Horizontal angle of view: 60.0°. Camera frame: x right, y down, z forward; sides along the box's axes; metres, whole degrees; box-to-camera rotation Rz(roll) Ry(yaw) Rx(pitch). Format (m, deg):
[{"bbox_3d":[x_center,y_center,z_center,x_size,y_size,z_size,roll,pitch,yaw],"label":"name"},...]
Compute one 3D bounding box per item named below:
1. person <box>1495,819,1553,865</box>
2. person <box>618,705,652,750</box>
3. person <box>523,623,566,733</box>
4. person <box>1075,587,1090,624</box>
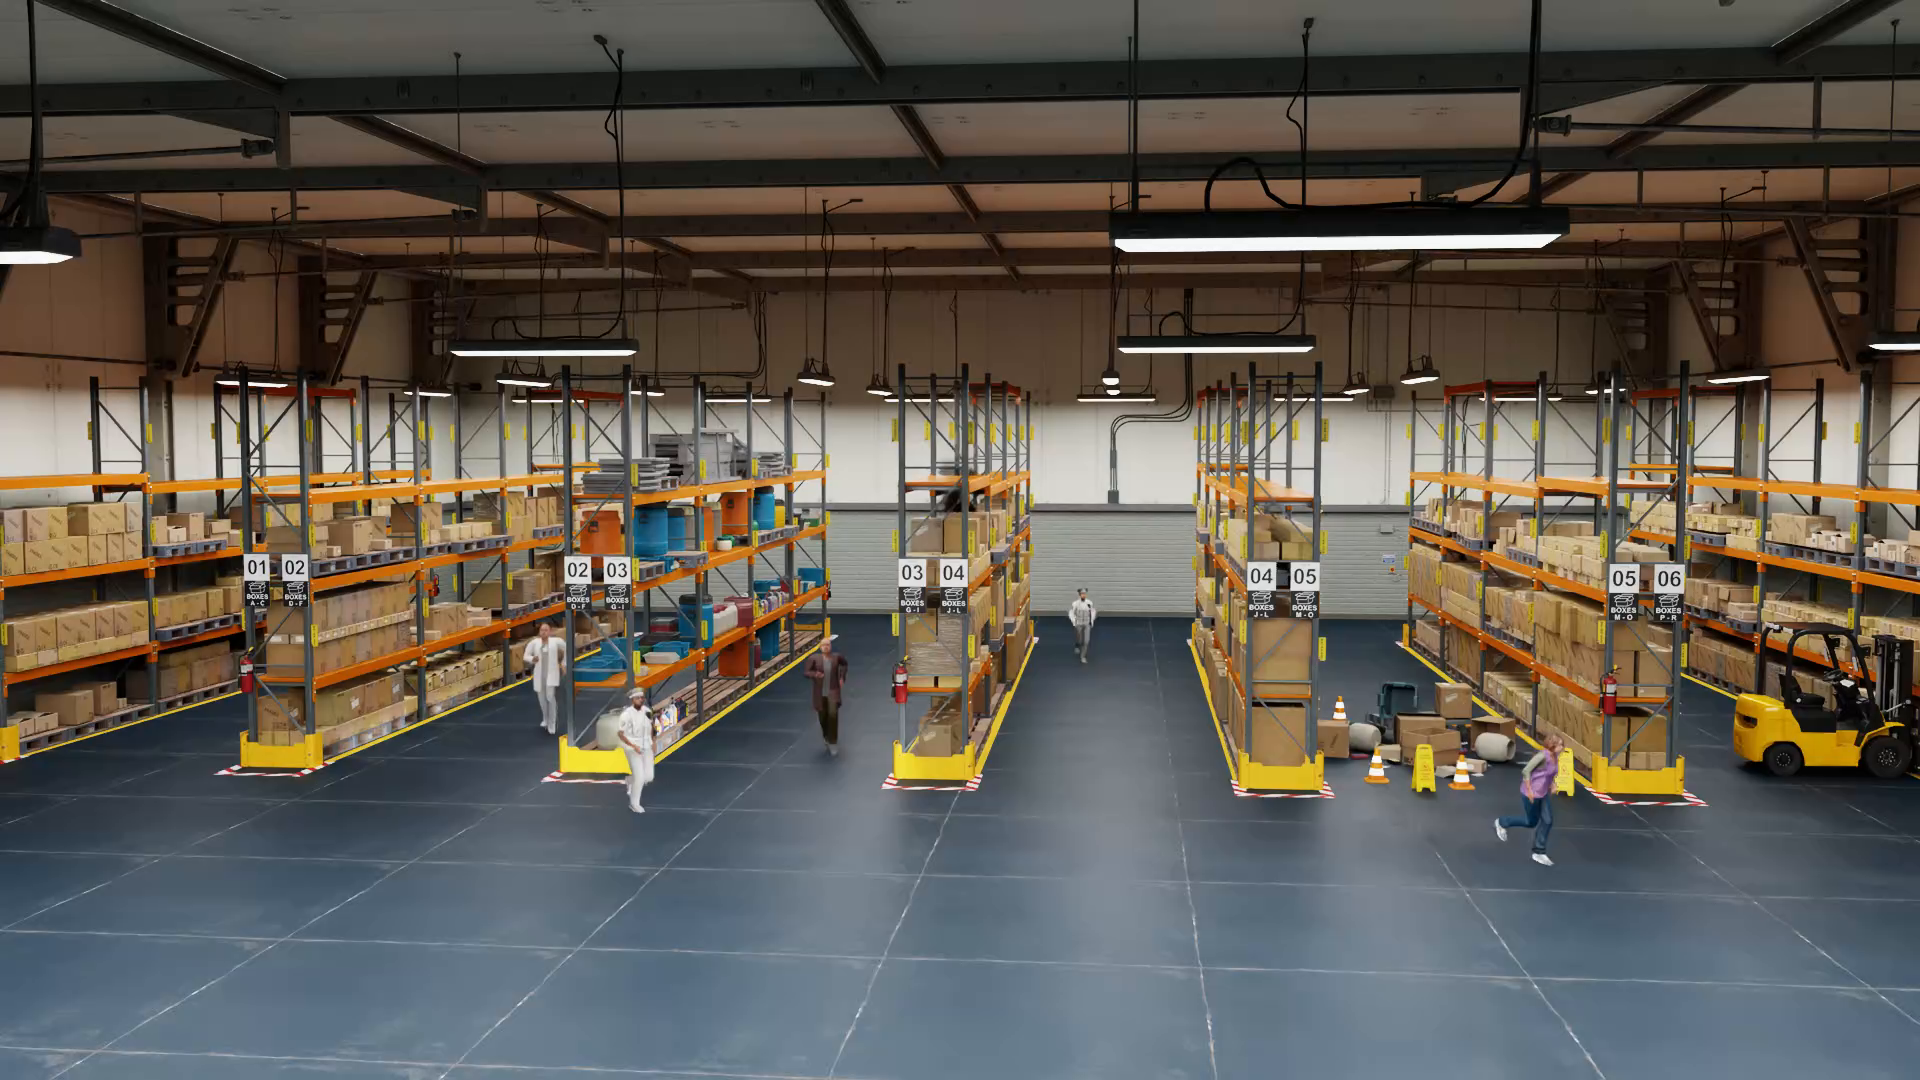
[{"bbox_3d":[6.645,3.552,19.579,0.756,0.444,0.197,3,5,42],"label":"person"},{"bbox_3d":[-4.273,2.468,22.040,0.551,0.588,0.345,-4,5,-44],"label":"person"},{"bbox_3d":[-6.961,2.326,27.956,0.708,1.856,0.840,0,4,-1],"label":"person"},{"bbox_3d":[2.672,1.430,36.333,0.334,0.808,0.294,0,4,-5],"label":"person"}]
